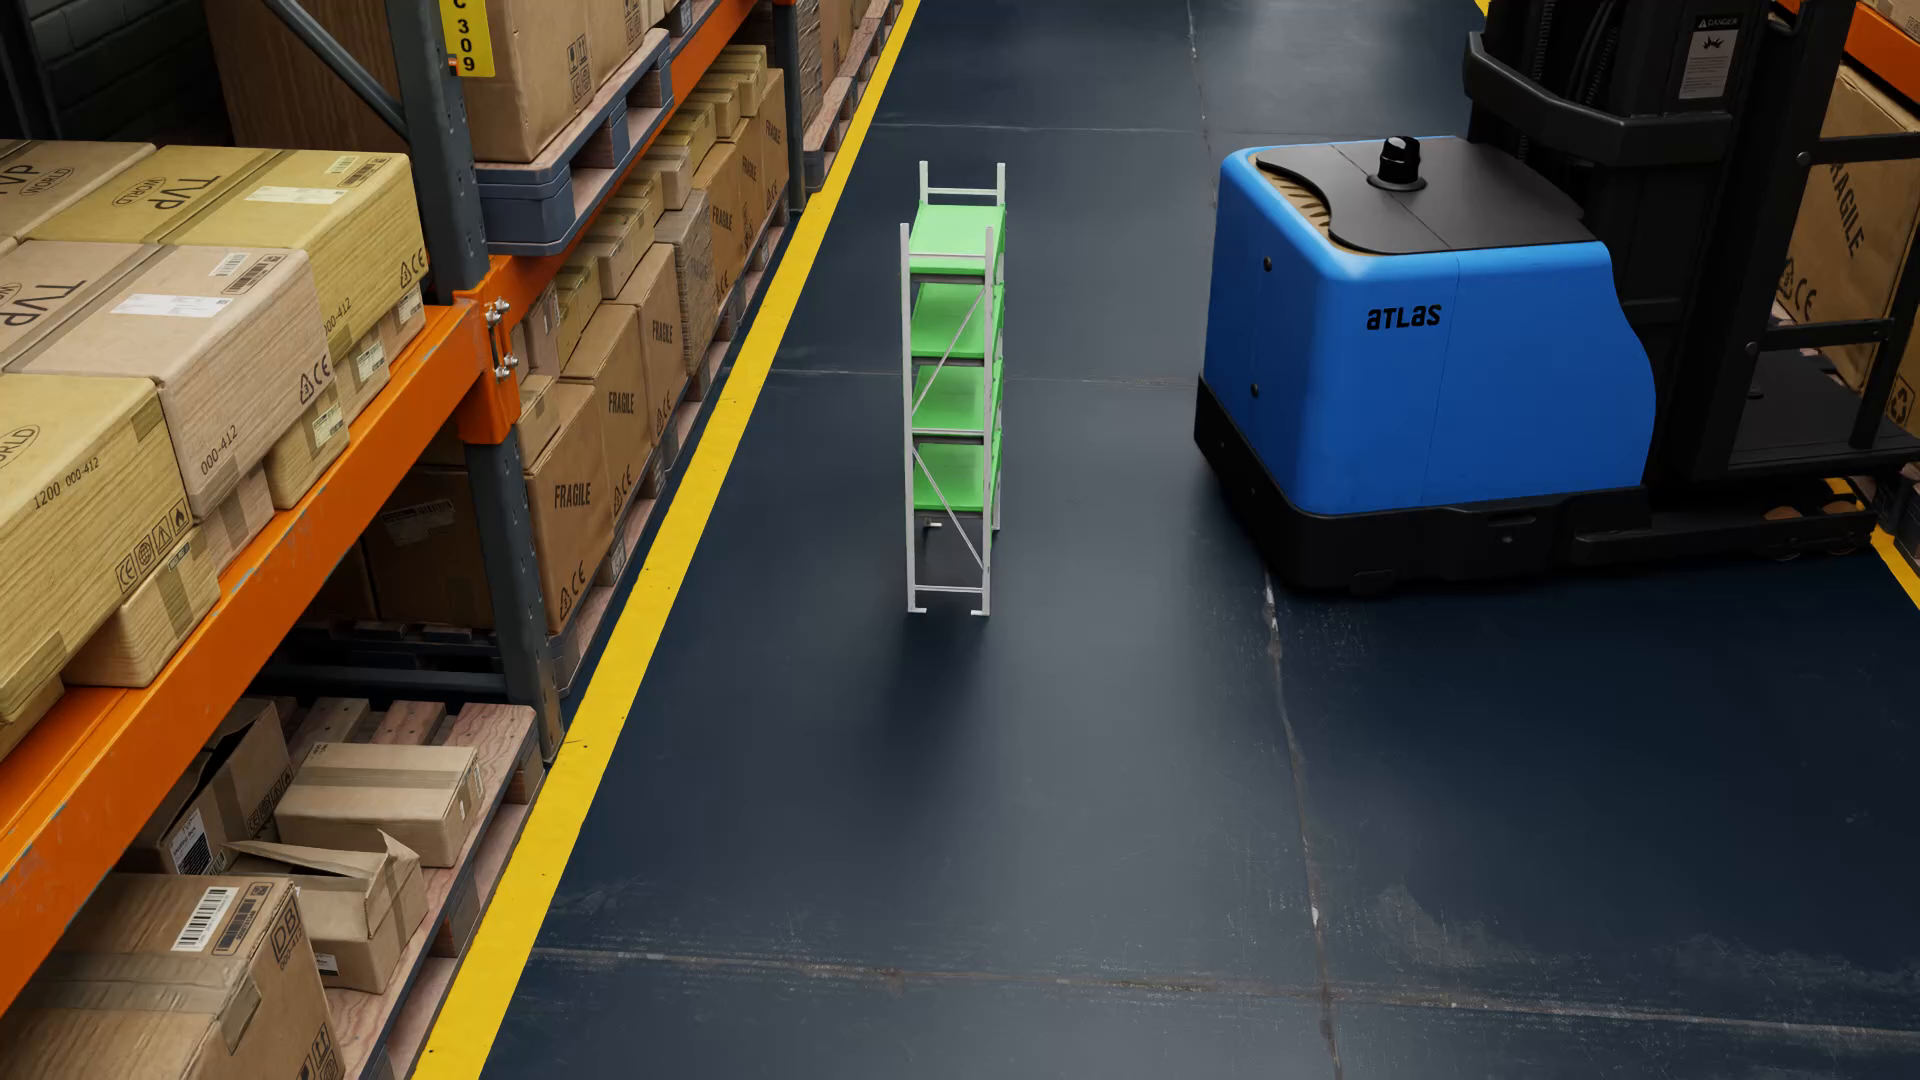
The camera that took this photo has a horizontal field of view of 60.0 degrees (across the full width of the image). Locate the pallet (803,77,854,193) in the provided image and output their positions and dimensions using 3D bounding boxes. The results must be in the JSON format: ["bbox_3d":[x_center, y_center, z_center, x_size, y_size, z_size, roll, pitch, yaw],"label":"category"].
[{"bbox_3d":[-1.117,-2.079,8.422,1.003,0.211,1.213,2,32,4],"label":"pallet"}]

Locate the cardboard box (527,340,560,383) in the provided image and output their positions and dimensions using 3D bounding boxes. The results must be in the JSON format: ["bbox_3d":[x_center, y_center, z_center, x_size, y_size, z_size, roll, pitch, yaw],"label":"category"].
[{"bbox_3d":[-1.309,-0.460,4.502,0.380,0.149,0.250,2,32,3],"label":"cardboard box"}]

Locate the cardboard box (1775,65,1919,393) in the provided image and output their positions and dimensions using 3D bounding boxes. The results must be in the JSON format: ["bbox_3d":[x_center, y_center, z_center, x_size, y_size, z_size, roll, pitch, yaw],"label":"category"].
[{"bbox_3d":[3.509,-1.077,5.764,0.875,0.875,0.875,3,32,5],"label":"cardboard box"}]

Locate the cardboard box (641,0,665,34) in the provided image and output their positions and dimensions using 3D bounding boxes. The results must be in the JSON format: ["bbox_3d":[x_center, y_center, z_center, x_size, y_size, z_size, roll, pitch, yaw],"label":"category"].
[{"bbox_3d":[-1.053,-1.577,4.678,0.396,0.266,0.258,4,32,6],"label":"cardboard box"}]

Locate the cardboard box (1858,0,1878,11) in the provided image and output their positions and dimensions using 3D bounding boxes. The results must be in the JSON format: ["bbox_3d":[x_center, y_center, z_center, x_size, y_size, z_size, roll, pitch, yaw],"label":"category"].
[{"bbox_3d":[3.410,-2.049,5.858,0.500,0.250,0.500,2,32,3],"label":"cardboard box"}]

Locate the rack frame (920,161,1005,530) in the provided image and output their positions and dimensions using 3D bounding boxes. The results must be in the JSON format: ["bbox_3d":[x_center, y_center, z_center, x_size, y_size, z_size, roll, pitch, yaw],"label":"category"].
[{"bbox_3d":[0.006,-0.552,5.002,0.240,1.200,0.015,2,32,4],"label":"rack frame"}]

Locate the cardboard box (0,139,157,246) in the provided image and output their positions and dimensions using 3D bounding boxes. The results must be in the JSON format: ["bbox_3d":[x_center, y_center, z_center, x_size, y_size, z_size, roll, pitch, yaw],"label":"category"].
[{"bbox_3d":[-1.858,-0.561,3.160,0.500,0.250,0.500,2,32,3],"label":"cardboard box"}]

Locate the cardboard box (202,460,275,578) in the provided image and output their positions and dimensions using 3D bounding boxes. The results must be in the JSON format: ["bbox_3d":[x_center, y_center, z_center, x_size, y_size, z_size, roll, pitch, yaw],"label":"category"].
[{"bbox_3d":[-1.368,-0.051,2.713,0.380,0.149,0.250,3,32,5],"label":"cardboard box"}]

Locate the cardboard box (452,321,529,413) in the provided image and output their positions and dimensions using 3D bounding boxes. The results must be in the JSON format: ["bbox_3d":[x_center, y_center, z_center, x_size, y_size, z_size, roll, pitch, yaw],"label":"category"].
[{"bbox_3d":[-1.314,-0.441,4.188,0.380,0.149,0.250,2,32,3],"label":"cardboard box"}]

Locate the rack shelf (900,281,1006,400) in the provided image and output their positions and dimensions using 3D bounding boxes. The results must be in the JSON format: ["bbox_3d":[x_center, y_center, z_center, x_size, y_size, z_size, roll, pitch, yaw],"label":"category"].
[{"bbox_3d":[-0.013,-0.574,4.702,0.258,0.148,0.480,2,32,4],"label":"rack shelf"}]

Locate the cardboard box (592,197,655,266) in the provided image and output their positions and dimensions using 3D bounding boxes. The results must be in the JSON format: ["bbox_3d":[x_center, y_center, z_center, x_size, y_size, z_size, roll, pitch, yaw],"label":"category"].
[{"bbox_3d":[-1.210,-0.998,5.374,0.380,0.149,0.250,4,32,6],"label":"cardboard box"}]

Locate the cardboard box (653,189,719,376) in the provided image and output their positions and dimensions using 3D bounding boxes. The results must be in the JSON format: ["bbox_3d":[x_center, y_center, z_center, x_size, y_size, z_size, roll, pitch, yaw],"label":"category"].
[{"bbox_3d":[-1.158,-0.914,5.856,0.500,0.500,0.500,1,32,2],"label":"cardboard box"}]

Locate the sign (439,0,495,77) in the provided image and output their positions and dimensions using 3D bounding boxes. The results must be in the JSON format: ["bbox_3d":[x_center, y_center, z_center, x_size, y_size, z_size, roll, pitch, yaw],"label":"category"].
[{"bbox_3d":[-1.007,-1.095,3.342,0.100,0.325,0.005,2,32,4],"label":"sign"}]

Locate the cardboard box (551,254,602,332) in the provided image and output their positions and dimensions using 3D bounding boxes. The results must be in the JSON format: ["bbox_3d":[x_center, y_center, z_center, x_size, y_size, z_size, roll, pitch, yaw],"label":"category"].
[{"bbox_3d":[-1.290,-0.739,4.954,0.380,0.149,0.250,2,32,3],"label":"cardboard box"}]

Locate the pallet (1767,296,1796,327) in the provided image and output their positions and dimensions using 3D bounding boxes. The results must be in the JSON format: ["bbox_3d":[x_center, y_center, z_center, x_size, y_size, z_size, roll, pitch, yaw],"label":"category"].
[{"bbox_3d":[3.585,-1.031,6.721,1.003,0.211,1.213,2,32,4],"label":"pallet"}]

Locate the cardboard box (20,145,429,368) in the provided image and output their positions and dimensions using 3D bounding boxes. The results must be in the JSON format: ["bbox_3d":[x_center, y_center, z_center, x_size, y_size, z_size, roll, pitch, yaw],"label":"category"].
[{"bbox_3d":[-1.347,-0.531,3.113,0.500,0.250,0.500,3,32,5],"label":"cardboard box"}]

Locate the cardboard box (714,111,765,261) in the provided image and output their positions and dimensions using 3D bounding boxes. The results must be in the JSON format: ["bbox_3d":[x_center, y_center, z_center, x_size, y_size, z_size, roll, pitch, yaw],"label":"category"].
[{"bbox_3d":[-1.094,-1.460,6.742,0.500,0.500,0.500,2,32,3],"label":"cardboard box"}]

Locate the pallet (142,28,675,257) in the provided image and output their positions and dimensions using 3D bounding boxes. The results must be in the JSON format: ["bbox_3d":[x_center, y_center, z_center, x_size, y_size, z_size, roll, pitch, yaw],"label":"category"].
[{"bbox_3d":[-1.375,-1.077,4.321,1.003,0.211,1.213,2,32,4],"label":"pallet"}]

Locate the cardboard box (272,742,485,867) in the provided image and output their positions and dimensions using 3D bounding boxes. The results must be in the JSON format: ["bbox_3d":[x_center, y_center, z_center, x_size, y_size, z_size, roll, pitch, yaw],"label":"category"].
[{"bbox_3d":[-1.301,0.593,3.745,0.380,0.149,0.250,2,32,2],"label":"cardboard box"}]

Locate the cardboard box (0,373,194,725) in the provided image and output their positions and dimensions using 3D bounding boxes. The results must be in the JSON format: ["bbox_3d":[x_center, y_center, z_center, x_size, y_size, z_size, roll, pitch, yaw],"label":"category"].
[{"bbox_3d":[-1.427,-0.009,2.264,0.500,0.250,0.500,2,32,4],"label":"cardboard box"}]

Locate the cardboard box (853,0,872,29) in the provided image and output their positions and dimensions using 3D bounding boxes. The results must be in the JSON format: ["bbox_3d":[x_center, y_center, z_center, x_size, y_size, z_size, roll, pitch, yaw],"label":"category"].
[{"bbox_3d":[-0.999,-3.418,9.800,0.875,0.625,0.625,2,32,3],"label":"cardboard box"}]

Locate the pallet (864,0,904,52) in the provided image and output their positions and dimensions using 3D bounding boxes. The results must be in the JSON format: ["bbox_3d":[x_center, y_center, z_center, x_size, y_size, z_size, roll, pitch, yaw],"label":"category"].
[{"bbox_3d":[-0.918,-3.354,10.492,1.003,0.211,1.213,2,32,4],"label":"pallet"}]

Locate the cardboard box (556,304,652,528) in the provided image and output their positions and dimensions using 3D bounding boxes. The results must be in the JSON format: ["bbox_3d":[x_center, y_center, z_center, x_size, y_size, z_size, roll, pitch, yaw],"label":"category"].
[{"bbox_3d":[-1.251,-0.382,4.993,0.500,0.500,0.500,2,32,3],"label":"cardboard box"}]

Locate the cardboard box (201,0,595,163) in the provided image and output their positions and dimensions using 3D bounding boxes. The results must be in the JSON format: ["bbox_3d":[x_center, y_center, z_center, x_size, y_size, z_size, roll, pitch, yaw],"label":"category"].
[{"bbox_3d":[-1.286,-1.210,3.859,0.700,0.500,0.500,3,32,5],"label":"cardboard box"}]

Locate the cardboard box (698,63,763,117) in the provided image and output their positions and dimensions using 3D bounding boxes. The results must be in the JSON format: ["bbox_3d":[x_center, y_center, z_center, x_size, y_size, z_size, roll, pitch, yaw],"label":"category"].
[{"bbox_3d":[-1.002,-1.815,6.699,0.380,0.149,0.250,1,32,1],"label":"cardboard box"}]

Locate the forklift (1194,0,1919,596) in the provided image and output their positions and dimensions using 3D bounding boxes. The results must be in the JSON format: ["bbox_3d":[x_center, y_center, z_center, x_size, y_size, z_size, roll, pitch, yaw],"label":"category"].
[{"bbox_3d":[2.365,-1.450,4.809,3.031,2.935,1.130,-6,32,-9],"label":"forklift"}]

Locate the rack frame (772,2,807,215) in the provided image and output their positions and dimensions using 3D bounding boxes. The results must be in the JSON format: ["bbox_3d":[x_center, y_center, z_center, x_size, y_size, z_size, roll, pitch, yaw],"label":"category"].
[{"bbox_3d":[-1.223,-2.837,6.994,1.000,3.000,0.127,2,32,4],"label":"rack frame"}]

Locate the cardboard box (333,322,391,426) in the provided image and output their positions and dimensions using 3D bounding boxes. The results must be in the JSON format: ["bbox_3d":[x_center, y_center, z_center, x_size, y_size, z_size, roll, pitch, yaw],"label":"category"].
[{"bbox_3d":[-1.322,-0.324,3.156,0.380,0.149,0.250,3,32,5],"label":"cardboard box"}]

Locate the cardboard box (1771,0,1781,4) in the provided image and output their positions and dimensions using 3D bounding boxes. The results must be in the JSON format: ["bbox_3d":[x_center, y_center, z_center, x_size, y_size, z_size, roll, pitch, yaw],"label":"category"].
[{"bbox_3d":[3.900,-2.764,8.981,0.950,0.372,0.625,3,32,6],"label":"cardboard box"}]

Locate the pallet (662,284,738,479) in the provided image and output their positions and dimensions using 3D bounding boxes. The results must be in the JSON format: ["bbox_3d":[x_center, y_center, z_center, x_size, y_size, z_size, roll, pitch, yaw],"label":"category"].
[{"bbox_3d":[-1.423,-0.625,6.063,1.003,0.211,1.213,2,32,4],"label":"pallet"}]

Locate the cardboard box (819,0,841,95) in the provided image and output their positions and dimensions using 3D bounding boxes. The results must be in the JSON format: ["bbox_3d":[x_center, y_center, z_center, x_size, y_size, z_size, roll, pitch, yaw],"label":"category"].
[{"bbox_3d":[-1.113,-2.672,8.590,0.875,0.625,0.625,3,32,6],"label":"cardboard box"}]

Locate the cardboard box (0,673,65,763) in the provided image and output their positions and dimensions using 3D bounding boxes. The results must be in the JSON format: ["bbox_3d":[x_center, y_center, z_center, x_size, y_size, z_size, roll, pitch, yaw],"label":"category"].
[{"bbox_3d":[-1.493,0.214,2.283,0.380,0.149,0.250,3,32,5],"label":"cardboard box"}]

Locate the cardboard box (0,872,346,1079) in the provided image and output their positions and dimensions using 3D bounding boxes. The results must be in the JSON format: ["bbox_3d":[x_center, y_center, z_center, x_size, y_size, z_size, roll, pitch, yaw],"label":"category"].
[{"bbox_3d":[-1.537,0.928,2.868,0.700,0.500,0.500,1,32,2],"label":"cardboard box"}]

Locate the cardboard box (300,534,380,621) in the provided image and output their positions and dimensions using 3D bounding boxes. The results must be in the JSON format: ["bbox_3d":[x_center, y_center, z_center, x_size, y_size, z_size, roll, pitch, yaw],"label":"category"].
[{"bbox_3d":[-1.803,-0.129,4.583,0.500,0.500,0.500,2,32,4],"label":"cardboard box"}]

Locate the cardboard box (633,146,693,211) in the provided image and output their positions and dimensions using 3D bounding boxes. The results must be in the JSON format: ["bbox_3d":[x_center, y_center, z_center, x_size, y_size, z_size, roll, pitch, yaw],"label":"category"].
[{"bbox_3d":[-1.146,-1.266,5.810,0.380,0.149,0.250,1,32,2],"label":"cardboard box"}]

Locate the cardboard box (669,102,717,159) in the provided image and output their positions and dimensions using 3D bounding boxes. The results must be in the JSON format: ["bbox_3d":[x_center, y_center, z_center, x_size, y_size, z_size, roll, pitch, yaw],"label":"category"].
[{"bbox_3d":[-1.134,-1.543,6.258,0.380,0.149,0.250,3,32,5],"label":"cardboard box"}]

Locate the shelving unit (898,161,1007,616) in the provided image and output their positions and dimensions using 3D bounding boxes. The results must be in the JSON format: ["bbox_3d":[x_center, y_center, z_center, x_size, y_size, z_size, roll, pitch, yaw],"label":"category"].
[{"bbox_3d":[-0.013,-0.424,4.795,0.258,1.200,0.503,2,32,4],"label":"shelving unit"}]

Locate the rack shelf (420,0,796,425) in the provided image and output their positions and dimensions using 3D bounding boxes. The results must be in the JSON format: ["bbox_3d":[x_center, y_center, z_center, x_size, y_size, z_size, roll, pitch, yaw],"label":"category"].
[{"bbox_3d":[-1.386,-1.485,5.486,1.077,0.370,4.000,2,32,4],"label":"rack shelf"}]

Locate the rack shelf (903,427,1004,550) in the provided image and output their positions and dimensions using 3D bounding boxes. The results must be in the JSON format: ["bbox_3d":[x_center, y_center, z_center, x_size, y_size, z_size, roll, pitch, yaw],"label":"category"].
[{"bbox_3d":[-0.013,-0.166,4.954,0.258,0.148,0.480,2,32,4],"label":"rack shelf"}]

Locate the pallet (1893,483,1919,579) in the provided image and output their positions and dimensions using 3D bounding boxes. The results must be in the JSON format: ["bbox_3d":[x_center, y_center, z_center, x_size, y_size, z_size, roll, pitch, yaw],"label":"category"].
[{"bbox_3d":[3.387,0.245,4.651,1.003,0.211,1.213,2,32,4],"label":"pallet"}]
